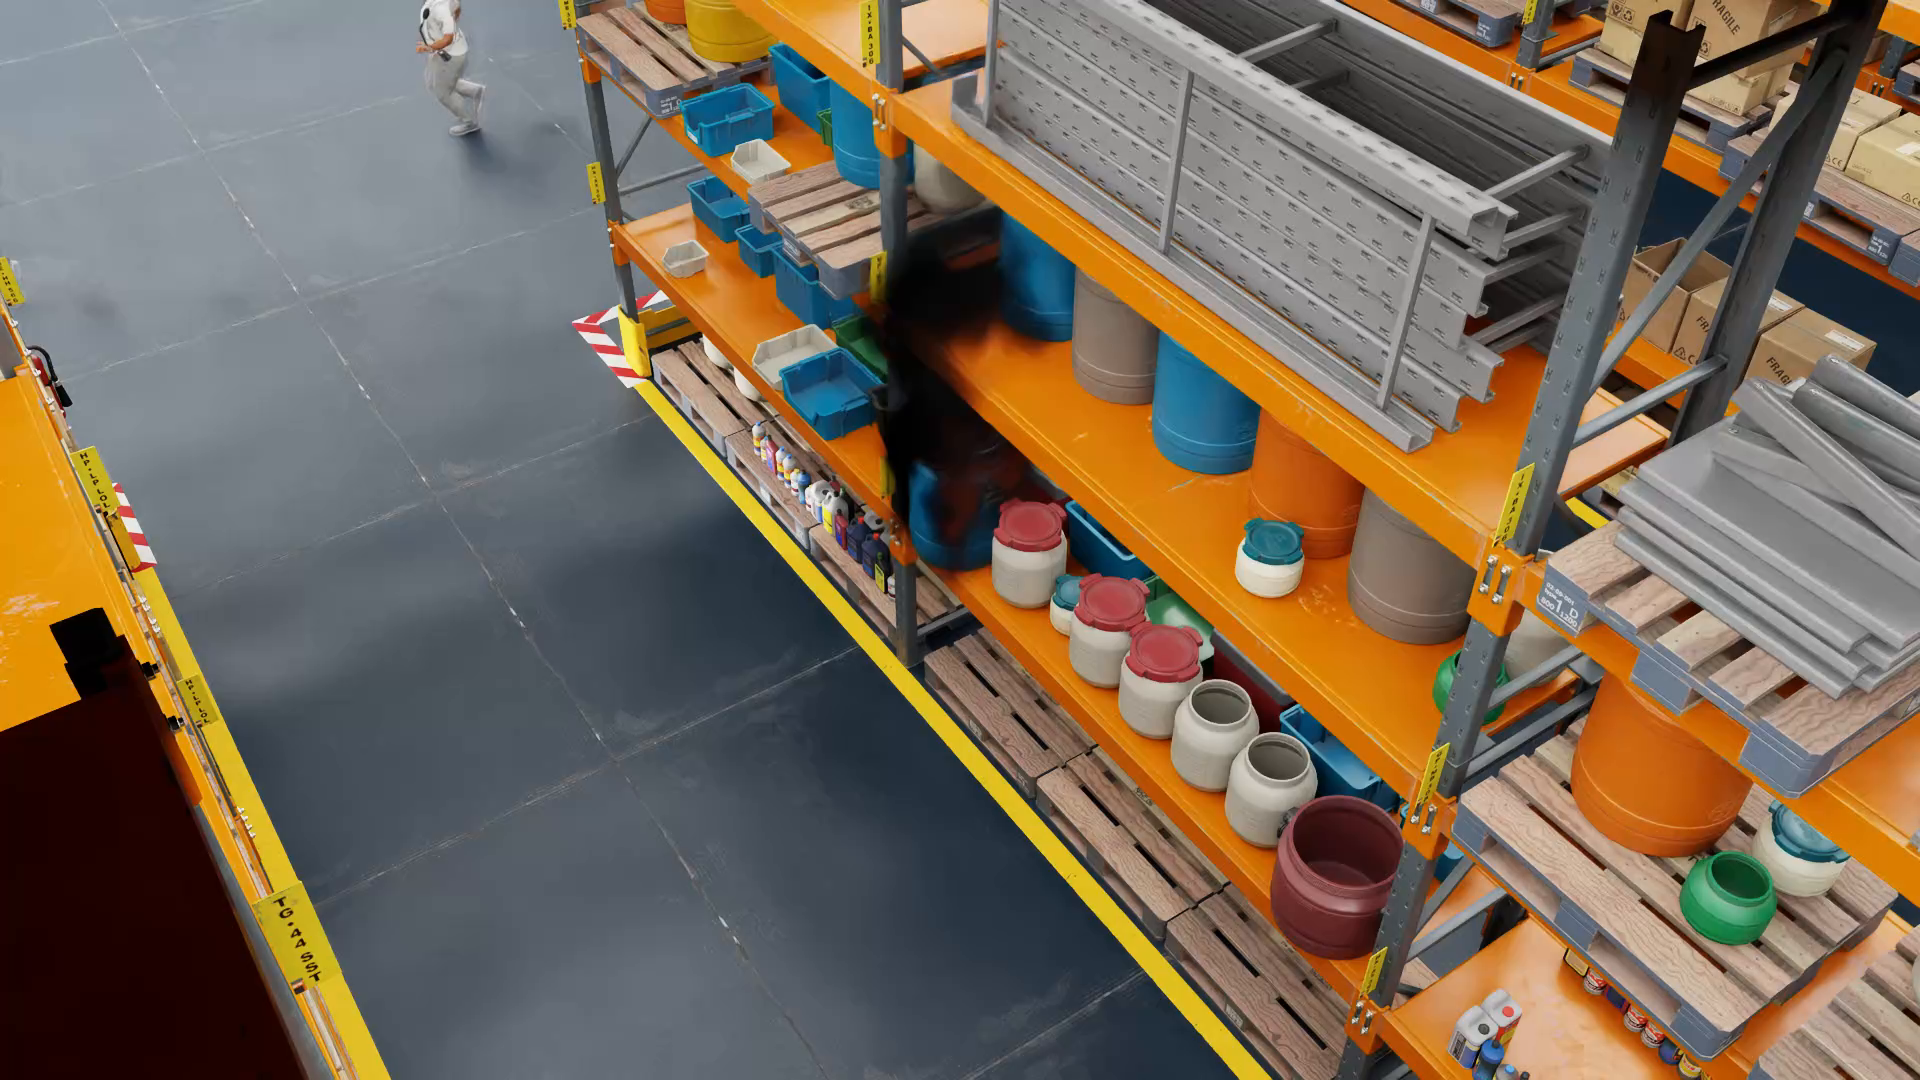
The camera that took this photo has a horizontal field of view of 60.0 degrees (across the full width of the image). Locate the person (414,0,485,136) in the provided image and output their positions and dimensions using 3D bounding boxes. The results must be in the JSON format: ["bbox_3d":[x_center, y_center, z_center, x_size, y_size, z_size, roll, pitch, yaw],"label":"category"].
[{"bbox_3d":[-4.795,-4.556,15.529,0.549,1.627,0.607,-10,44,-11],"label":"person"}]
